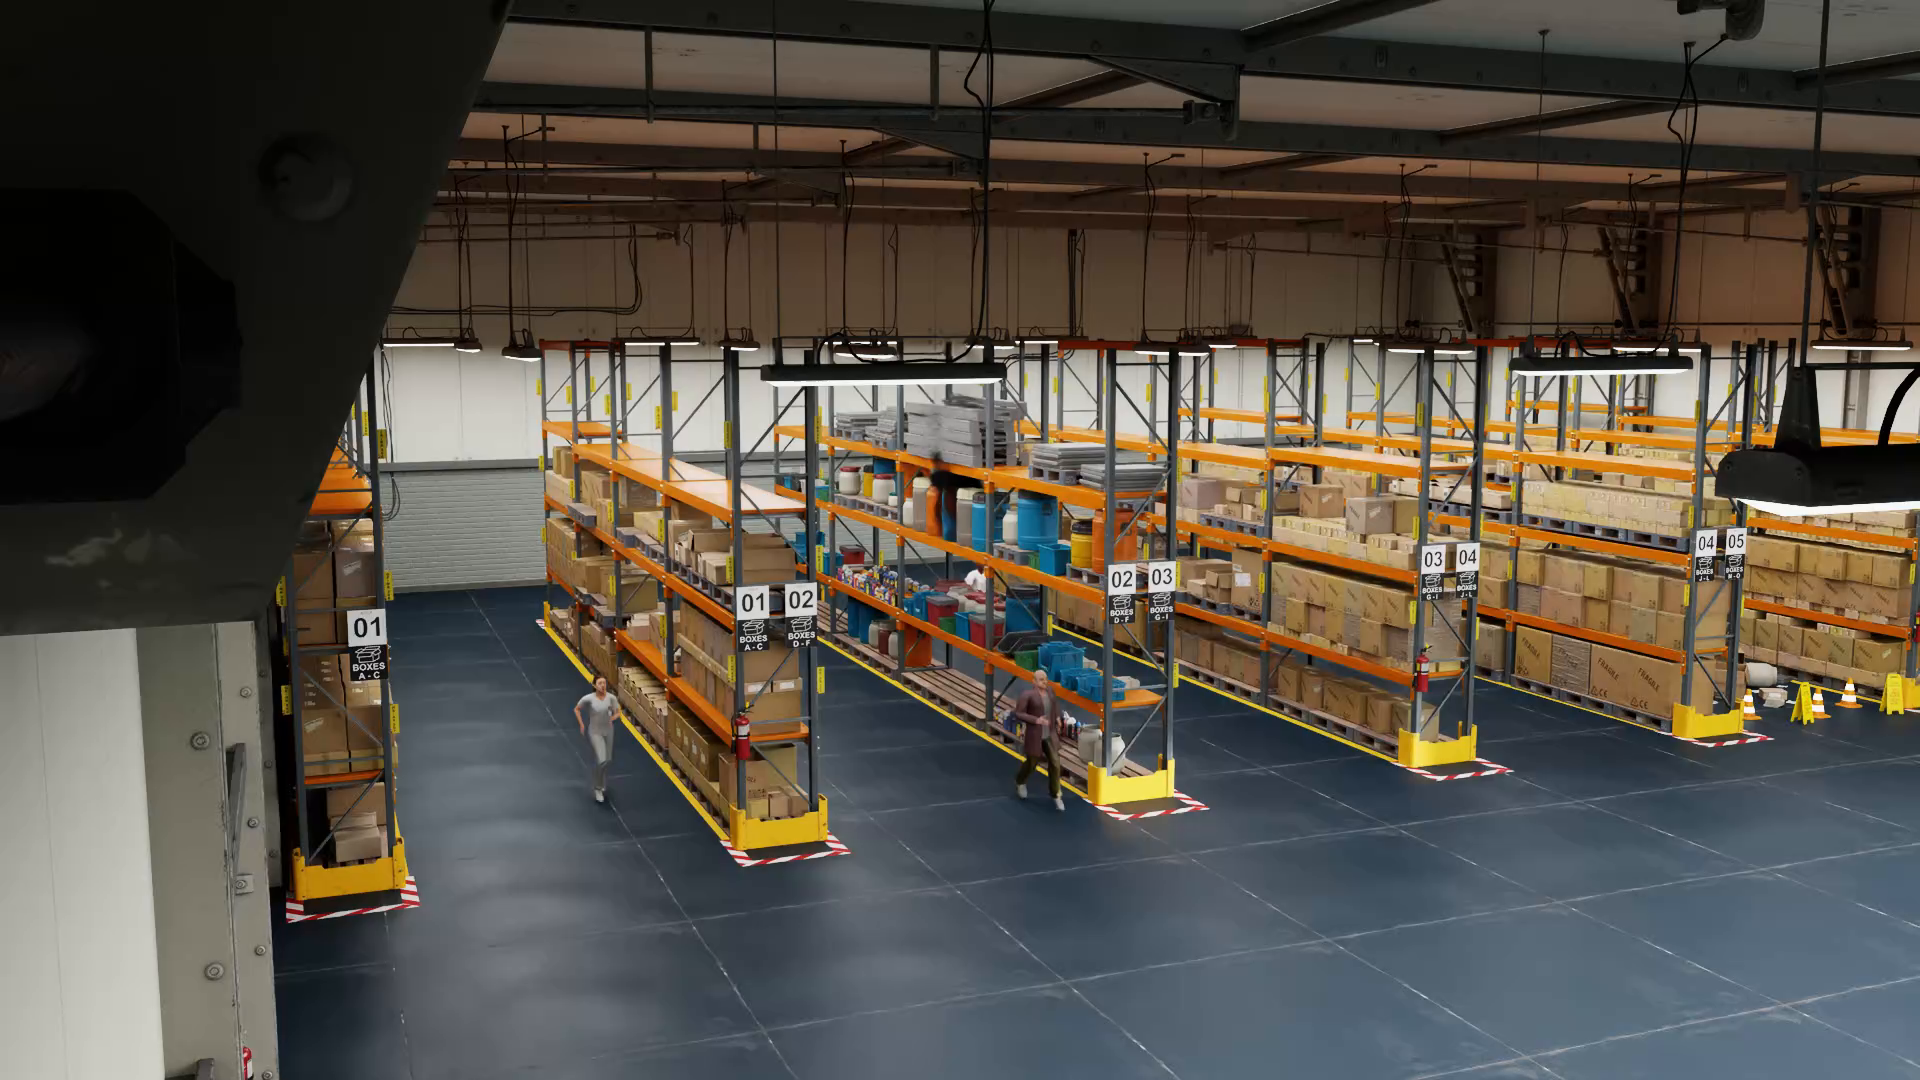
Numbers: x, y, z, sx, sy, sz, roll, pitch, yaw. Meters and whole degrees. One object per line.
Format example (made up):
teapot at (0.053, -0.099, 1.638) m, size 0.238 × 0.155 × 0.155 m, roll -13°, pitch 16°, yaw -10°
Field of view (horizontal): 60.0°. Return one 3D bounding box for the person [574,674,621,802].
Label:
person at (-4.798, 2.629, 22.192) m, size 0.536 × 1.704 × 0.717 m, roll -5°, pitch 9°, yaw -35°

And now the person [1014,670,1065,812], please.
person at (1.035, 2.604, 21.936) m, size 0.756 × 1.836 × 0.958 m, roll -4°, pitch 8°, yaw -28°

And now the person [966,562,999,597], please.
person at (0.428, 1.174, 33.135) m, size 0.707 × 1.723 × 0.713 m, roll -5°, pitch 9°, yaw -32°
